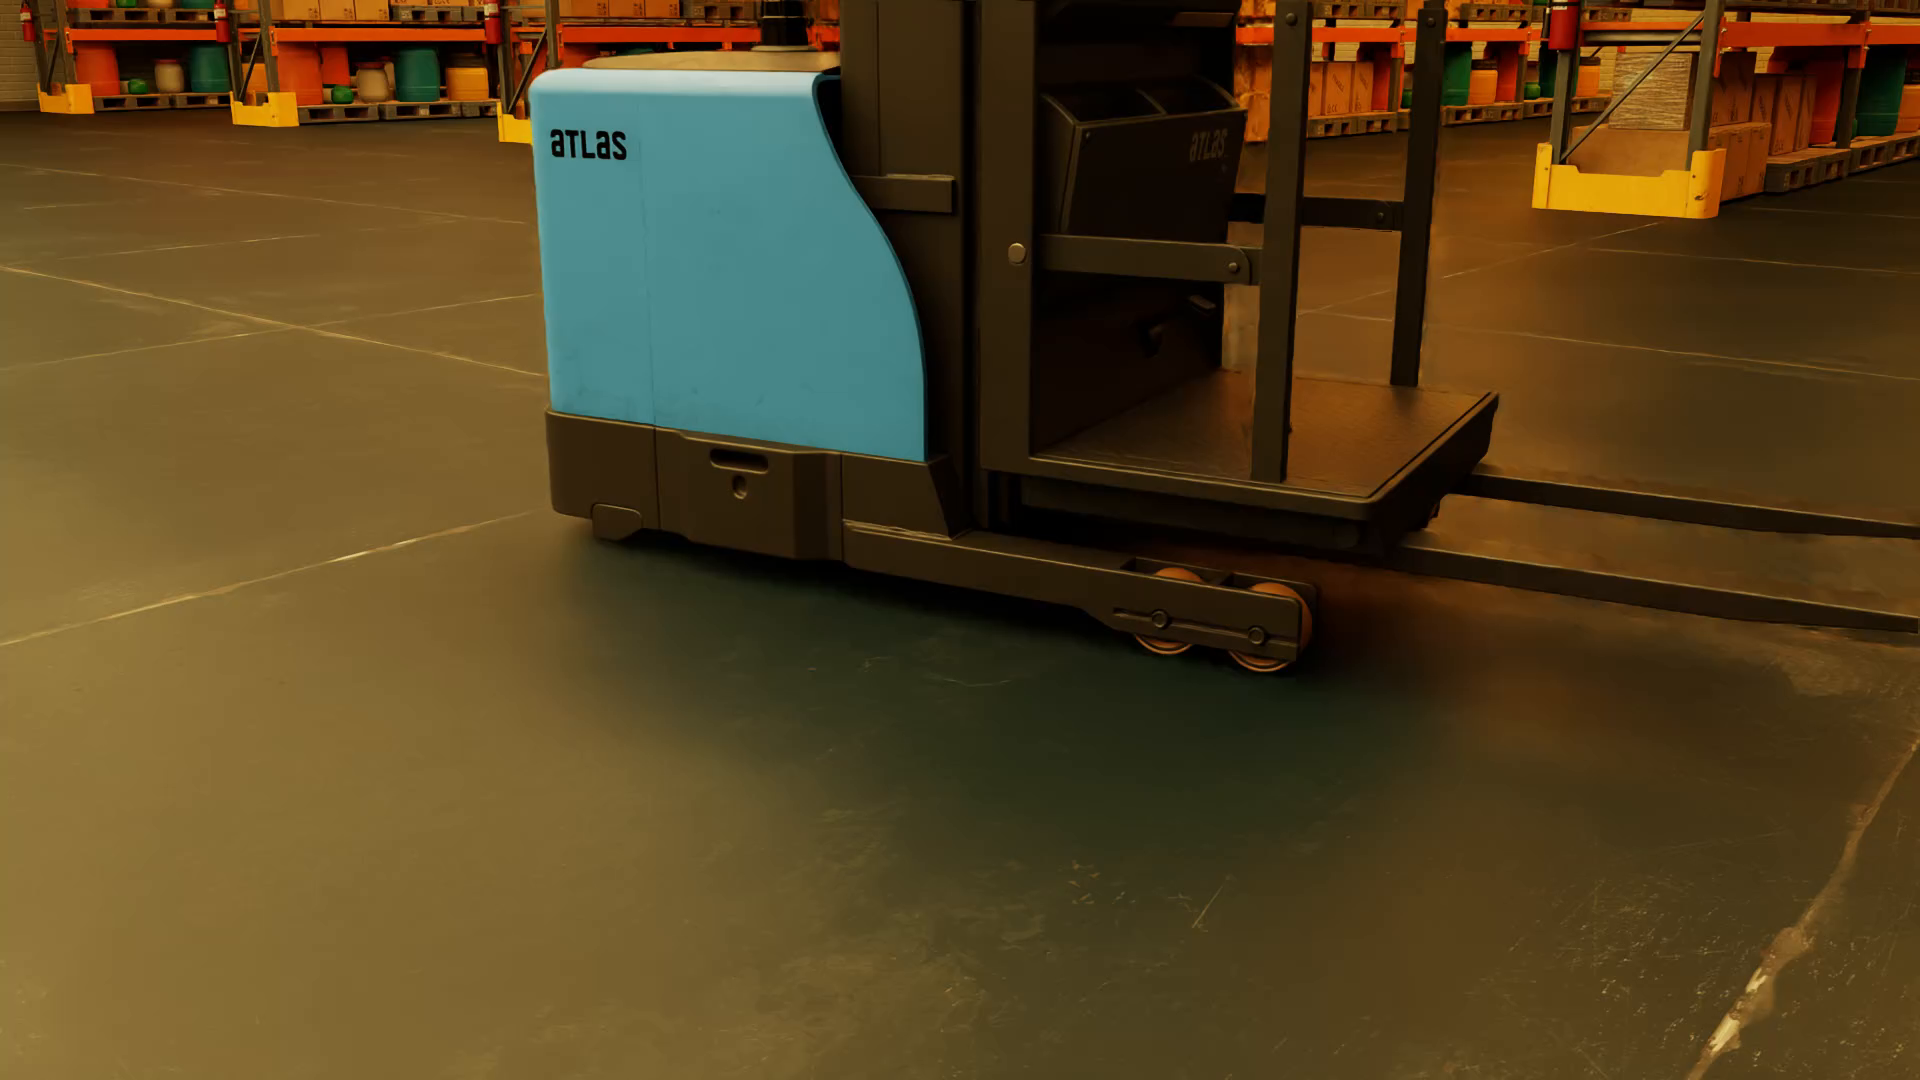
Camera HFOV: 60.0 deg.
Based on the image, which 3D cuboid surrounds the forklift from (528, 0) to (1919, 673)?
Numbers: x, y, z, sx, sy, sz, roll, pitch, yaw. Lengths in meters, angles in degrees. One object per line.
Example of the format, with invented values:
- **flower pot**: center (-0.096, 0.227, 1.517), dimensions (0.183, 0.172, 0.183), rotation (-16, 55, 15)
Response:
- **forklift**: center (0.570, -1.330, 3.277), dimensions (3.031, 2.935, 1.130), rotation (9, 19, 27)
